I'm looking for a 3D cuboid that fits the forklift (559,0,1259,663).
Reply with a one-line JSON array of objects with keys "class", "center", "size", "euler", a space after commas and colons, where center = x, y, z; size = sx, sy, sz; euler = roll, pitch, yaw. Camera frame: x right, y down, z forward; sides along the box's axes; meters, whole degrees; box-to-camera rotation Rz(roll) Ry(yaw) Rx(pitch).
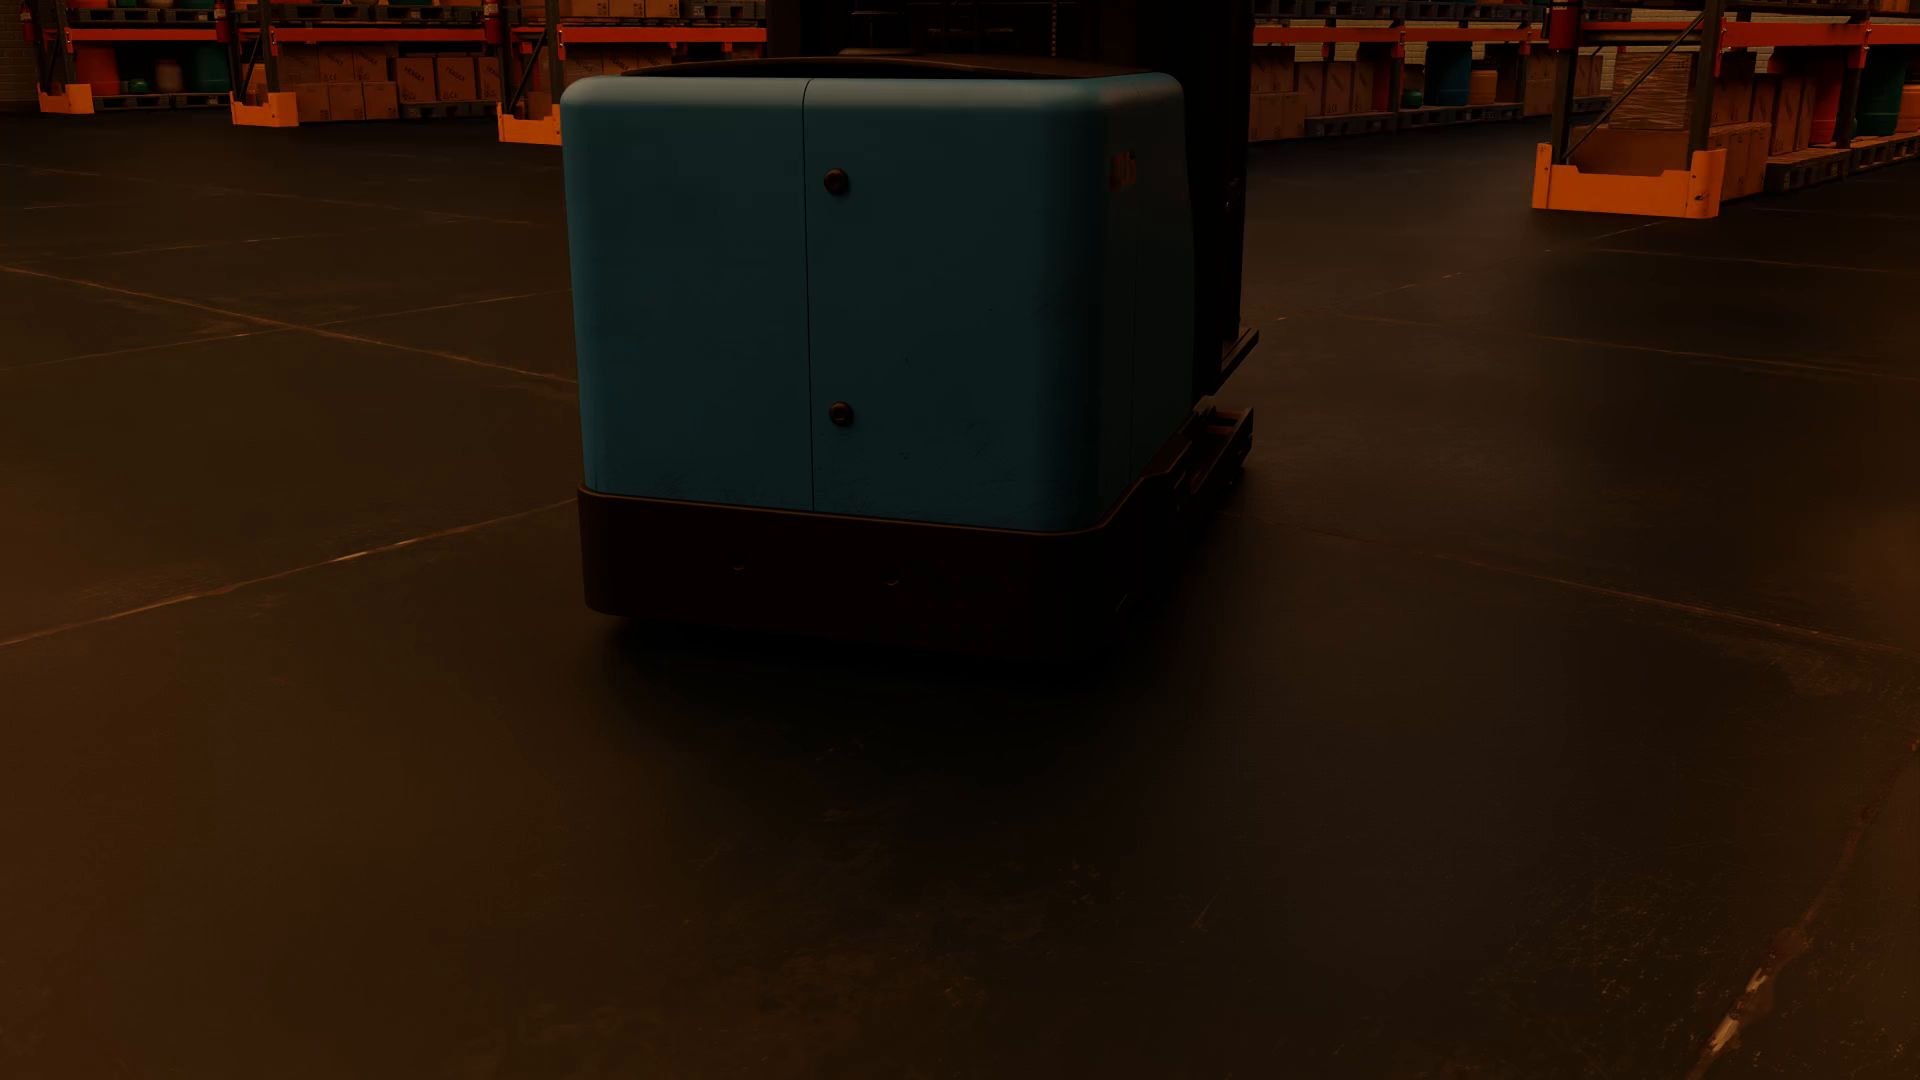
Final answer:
[{"class": "forklift", "center": [0.182, -1.571, 4.072], "size": [1.130, 2.935, 3.031], "euler": [5, 18, 17]}]
